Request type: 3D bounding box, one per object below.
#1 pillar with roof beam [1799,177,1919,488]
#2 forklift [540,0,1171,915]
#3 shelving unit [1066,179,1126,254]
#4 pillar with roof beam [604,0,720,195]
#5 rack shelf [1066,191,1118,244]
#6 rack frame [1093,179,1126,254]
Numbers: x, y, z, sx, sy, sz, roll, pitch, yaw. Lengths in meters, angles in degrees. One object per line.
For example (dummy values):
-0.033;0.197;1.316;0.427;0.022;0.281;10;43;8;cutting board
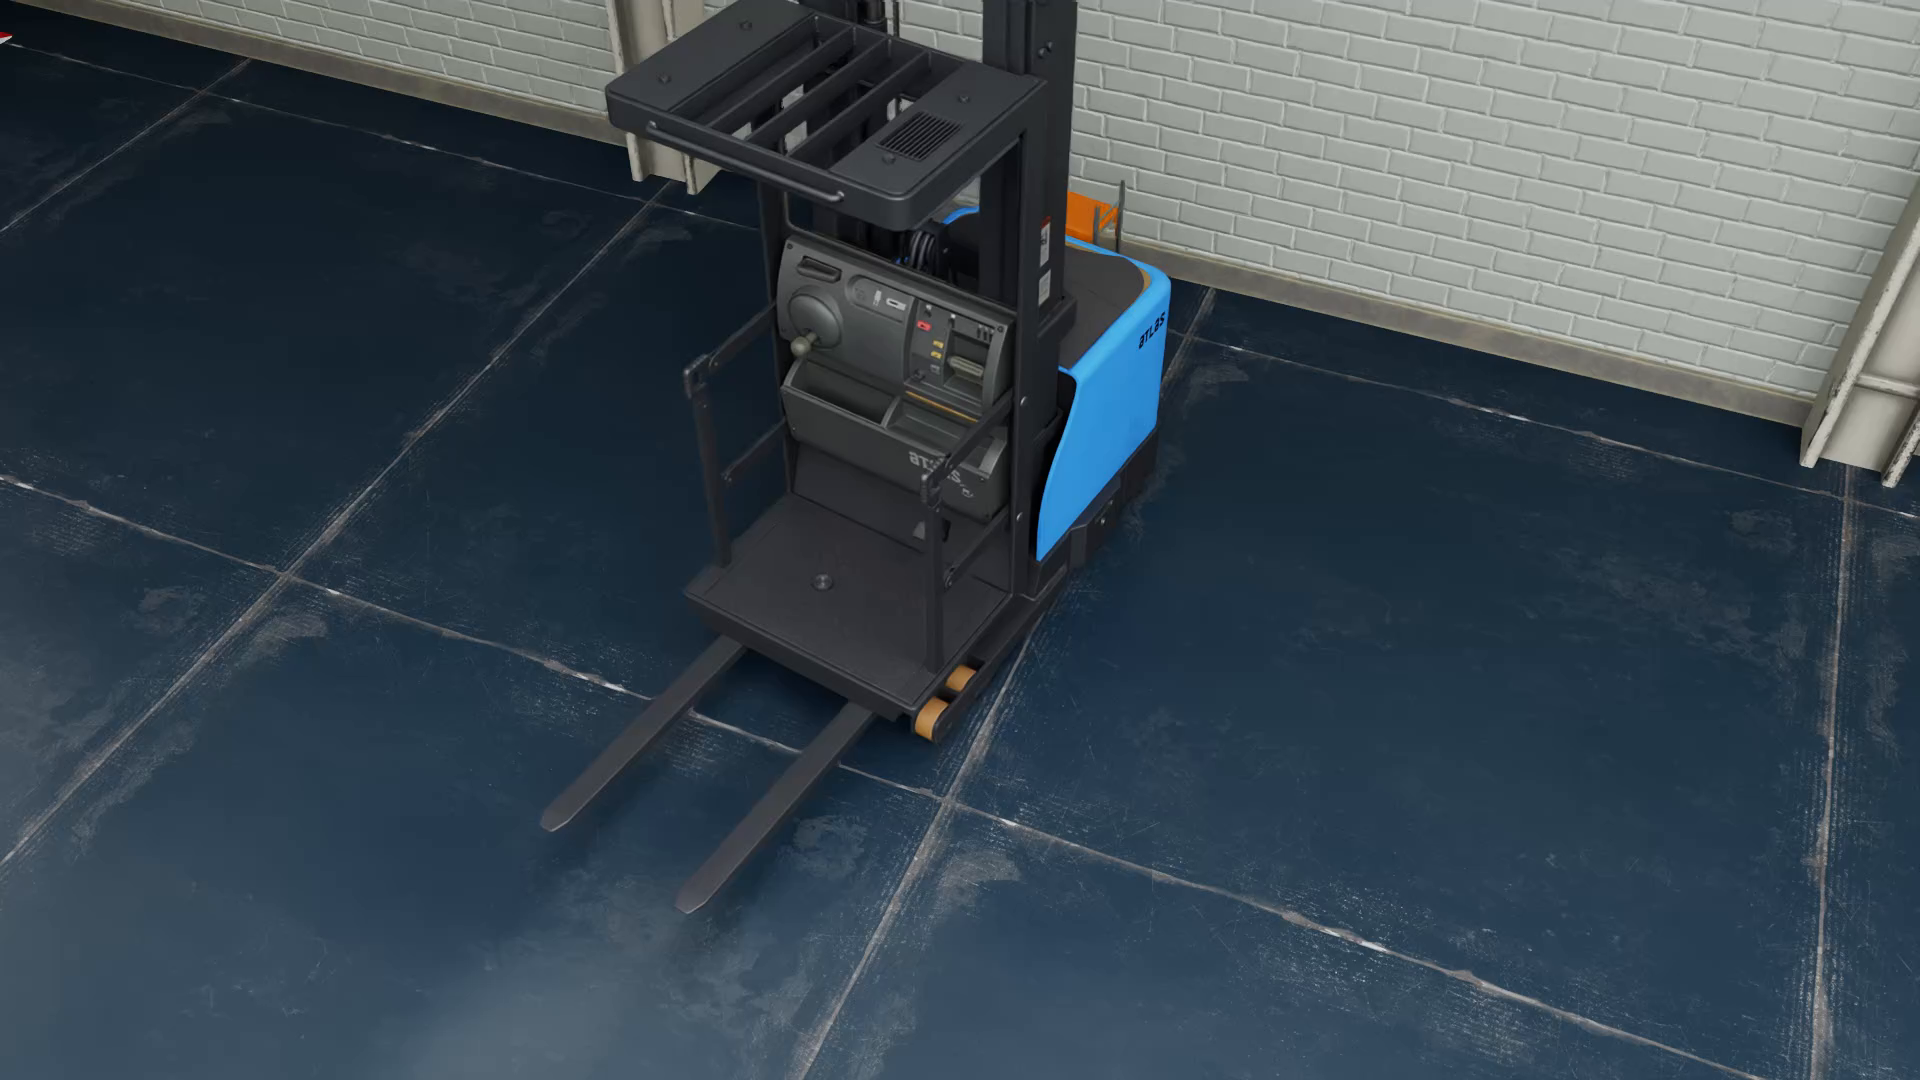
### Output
2.334;-0.770;1.482;0.400;9.000;9.100;16;47;16;pillar with roof beam
-0.361;-0.660;5.674;1.130;2.935;3.031;25;50;23;forklift
0.411;-1.088;7.332;0.503;1.200;0.258;24;50;22;shelving unit
-3.203;-2.399;3.120;0.400;9.000;9.100;16;47;16;pillar with roof beam
0.411;-1.366;7.054;0.480;0.148;0.258;24;50;22;rack shelf
0.617;-0.996;7.239;0.015;1.200;0.240;24;50;22;rack frame
